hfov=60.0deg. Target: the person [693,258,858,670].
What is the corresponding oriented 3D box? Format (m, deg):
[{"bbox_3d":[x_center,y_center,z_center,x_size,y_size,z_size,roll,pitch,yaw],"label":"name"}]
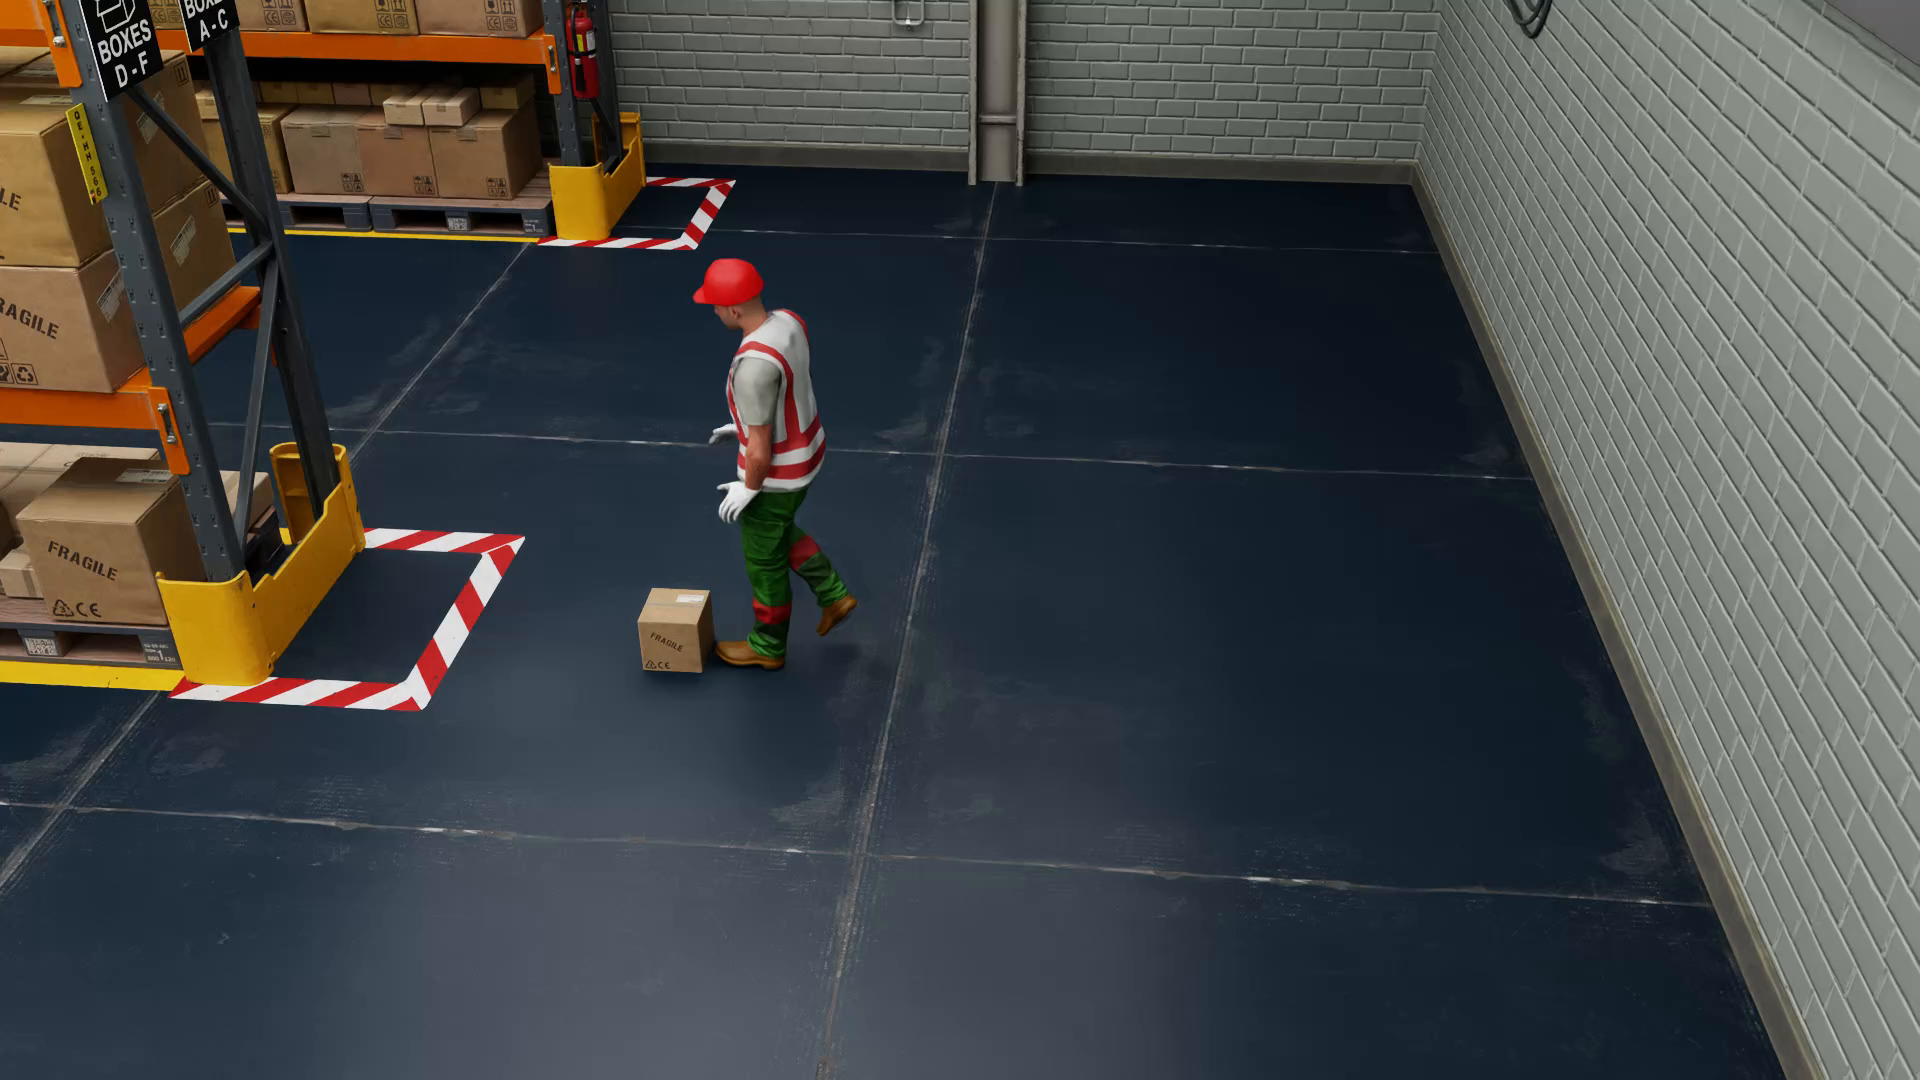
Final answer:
[{"bbox_3d":[-0.745,-0.272,6.536,0.616,1.778,0.542,7,32,11],"label":"person"}]
